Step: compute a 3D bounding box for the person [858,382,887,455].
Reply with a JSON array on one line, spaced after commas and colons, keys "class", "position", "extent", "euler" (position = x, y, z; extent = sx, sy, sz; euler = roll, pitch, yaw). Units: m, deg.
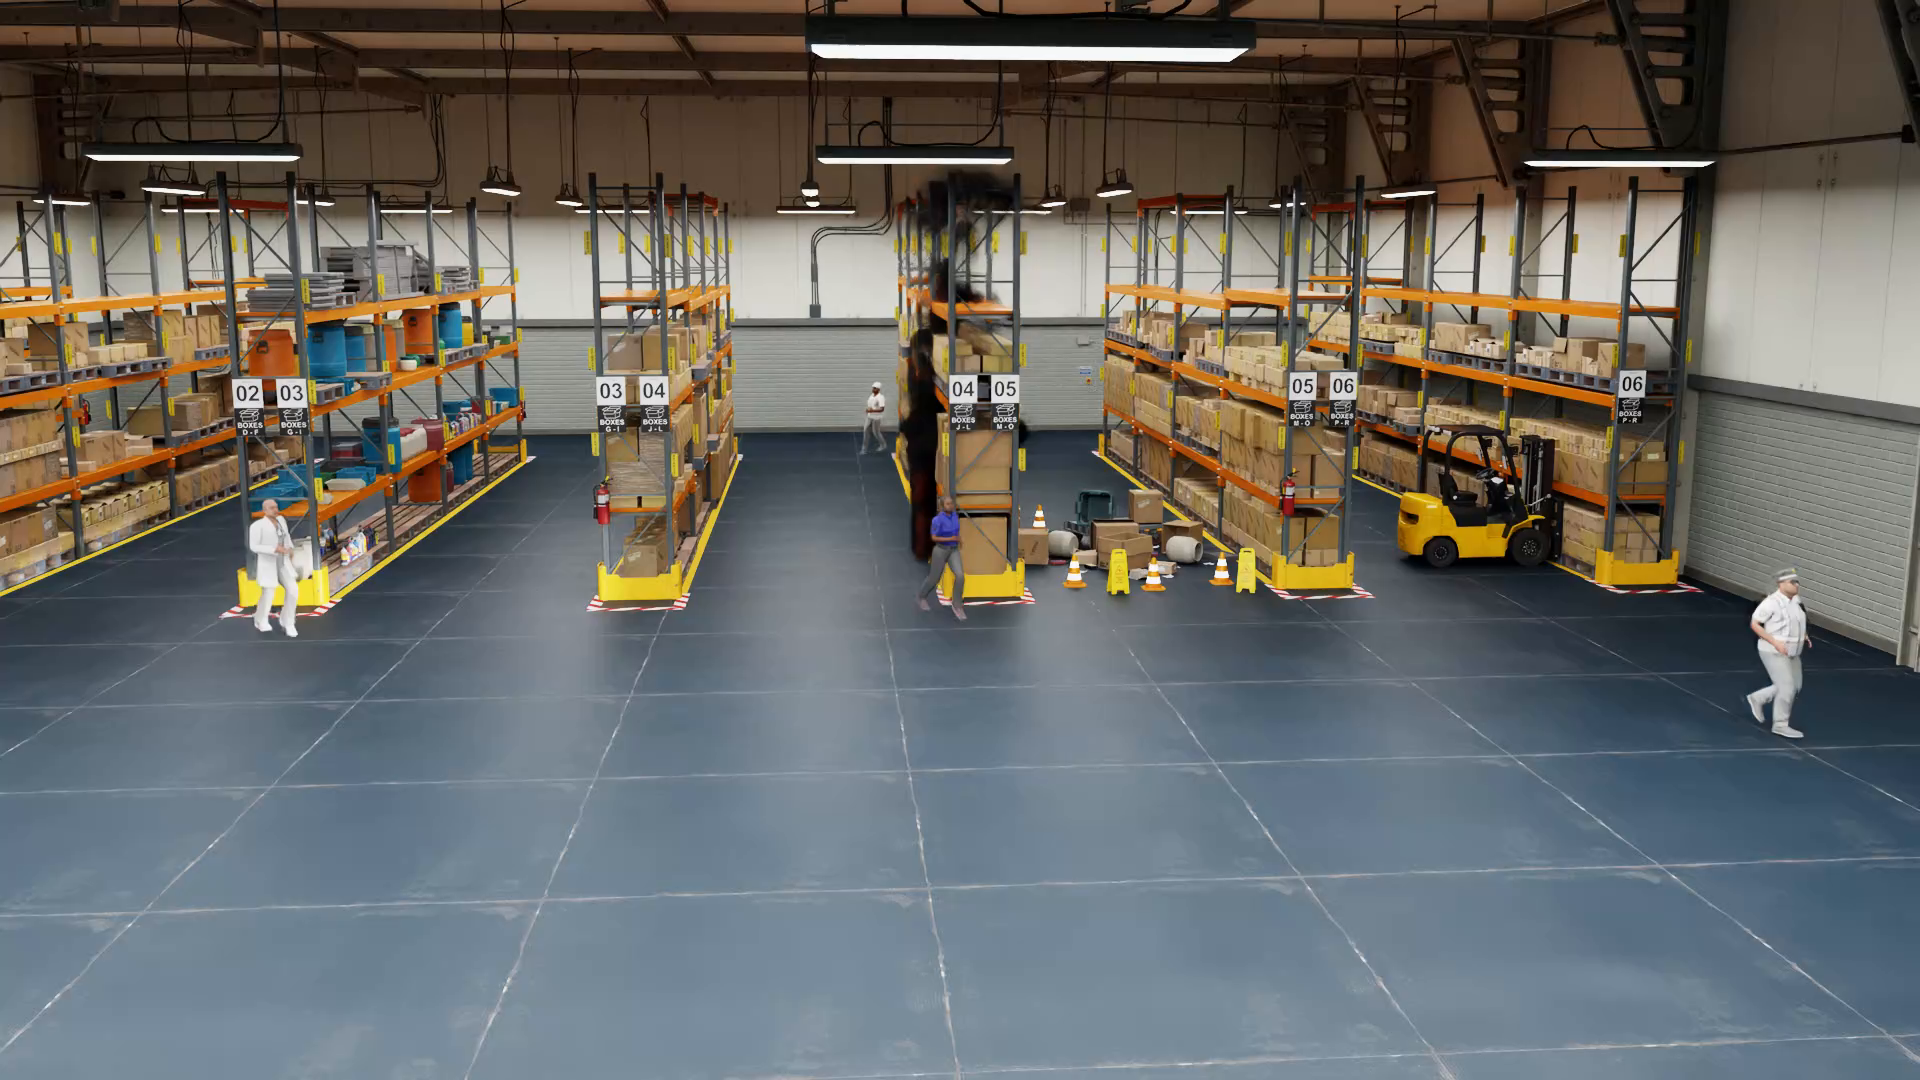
[{"class": "person", "position": [-2.035, -2.948, 40.381], "extent": [0.822, 1.789, 0.703], "euler": [-9, 13, -41]}]

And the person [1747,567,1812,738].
[{"class": "person", "position": [8.500, 1.135, 17.236], "extent": [0.690, 1.750, 0.681], "euler": [-6, 12, -31]}]

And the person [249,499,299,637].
[{"class": "person", "position": [-8.874, 0.383, 21.553], "extent": [0.817, 1.856, 0.729], "euler": [6, 12, 32]}]

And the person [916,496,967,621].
[{"class": "person", "position": [-0.214, 0.222, 22.728], "extent": [0.586, 1.702, 0.895], "euler": [-7, 12, -35]}]
